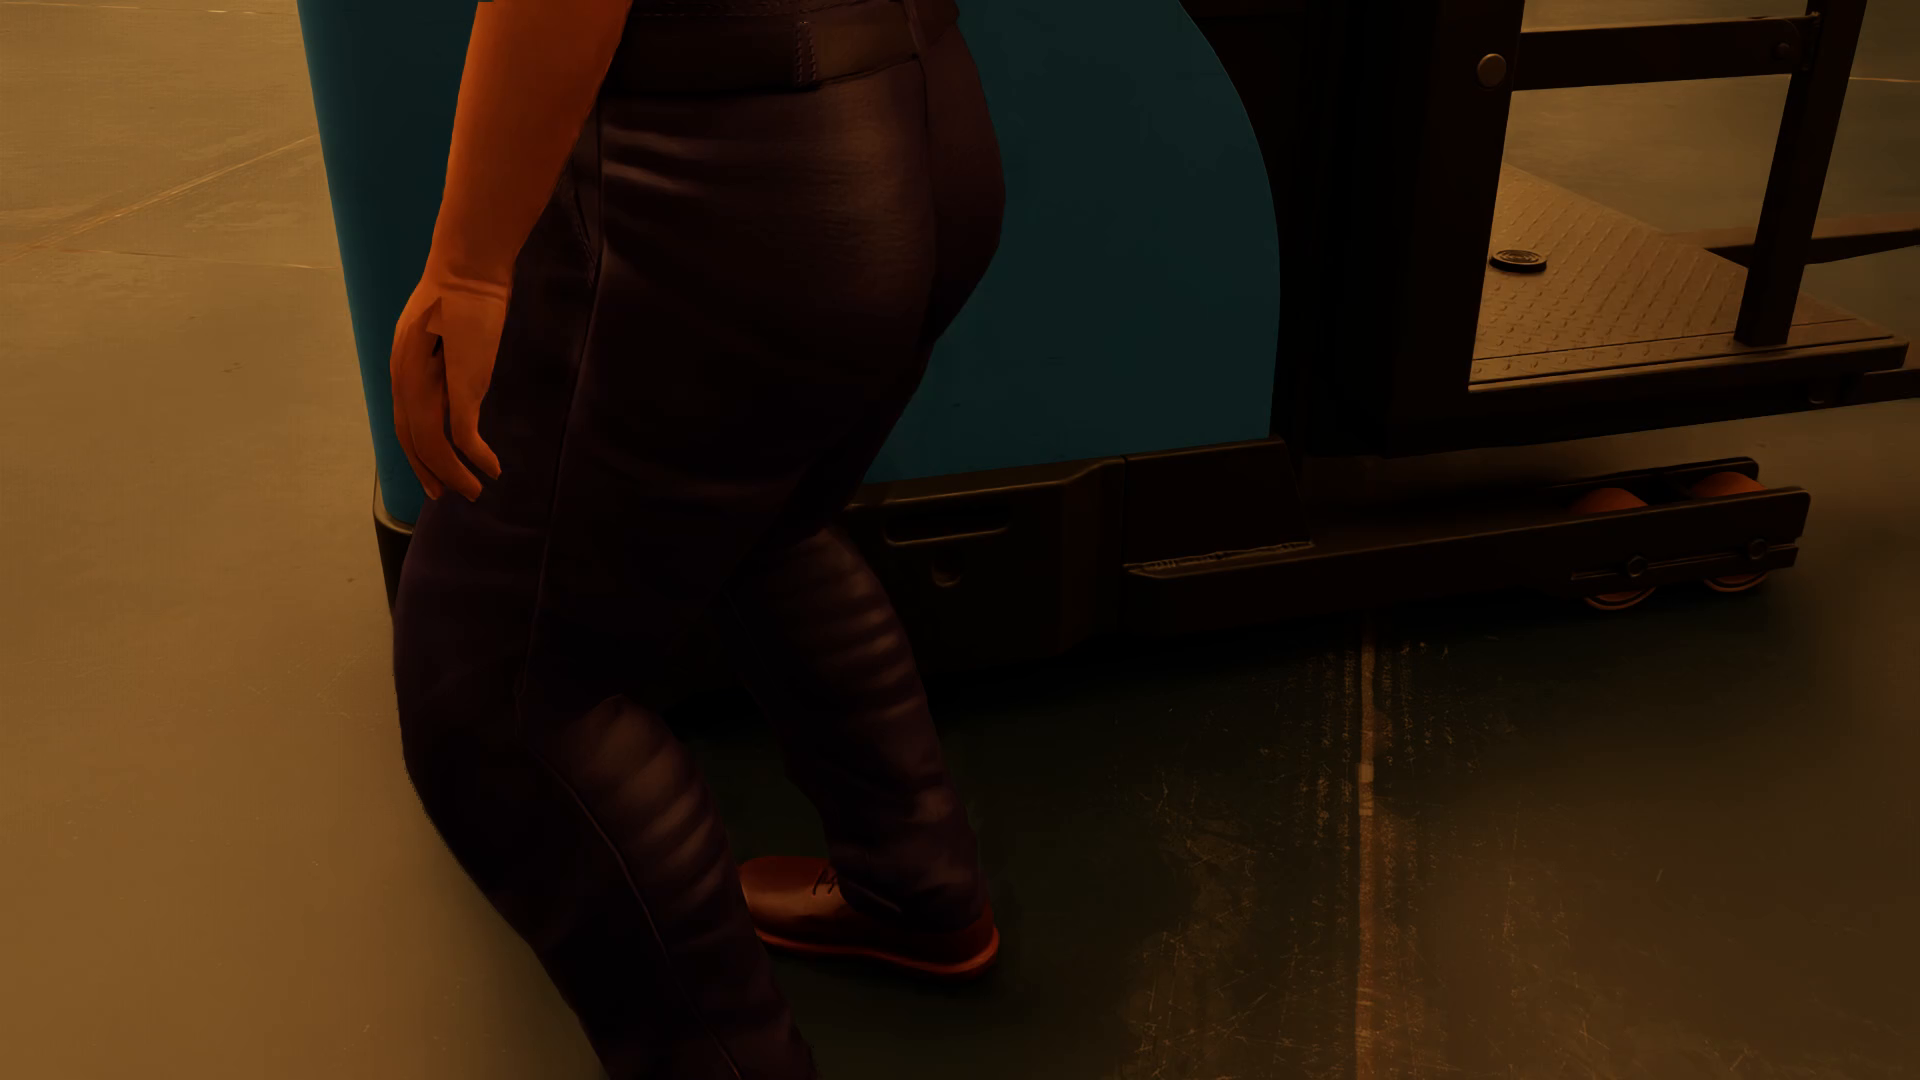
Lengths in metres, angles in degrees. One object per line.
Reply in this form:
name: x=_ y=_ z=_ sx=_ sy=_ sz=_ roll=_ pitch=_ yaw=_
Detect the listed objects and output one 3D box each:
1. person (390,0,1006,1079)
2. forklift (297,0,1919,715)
person: x=-0.174 y=-0.258 z=1.232 sx=0.368 sy=1.610 sz=0.715 roll=7 pitch=28 yaw=14
forklift: x=0.681 y=-1.433 z=2.086 sx=3.031 sy=2.935 sz=1.130 roll=-7 pitch=28 yaw=-14
